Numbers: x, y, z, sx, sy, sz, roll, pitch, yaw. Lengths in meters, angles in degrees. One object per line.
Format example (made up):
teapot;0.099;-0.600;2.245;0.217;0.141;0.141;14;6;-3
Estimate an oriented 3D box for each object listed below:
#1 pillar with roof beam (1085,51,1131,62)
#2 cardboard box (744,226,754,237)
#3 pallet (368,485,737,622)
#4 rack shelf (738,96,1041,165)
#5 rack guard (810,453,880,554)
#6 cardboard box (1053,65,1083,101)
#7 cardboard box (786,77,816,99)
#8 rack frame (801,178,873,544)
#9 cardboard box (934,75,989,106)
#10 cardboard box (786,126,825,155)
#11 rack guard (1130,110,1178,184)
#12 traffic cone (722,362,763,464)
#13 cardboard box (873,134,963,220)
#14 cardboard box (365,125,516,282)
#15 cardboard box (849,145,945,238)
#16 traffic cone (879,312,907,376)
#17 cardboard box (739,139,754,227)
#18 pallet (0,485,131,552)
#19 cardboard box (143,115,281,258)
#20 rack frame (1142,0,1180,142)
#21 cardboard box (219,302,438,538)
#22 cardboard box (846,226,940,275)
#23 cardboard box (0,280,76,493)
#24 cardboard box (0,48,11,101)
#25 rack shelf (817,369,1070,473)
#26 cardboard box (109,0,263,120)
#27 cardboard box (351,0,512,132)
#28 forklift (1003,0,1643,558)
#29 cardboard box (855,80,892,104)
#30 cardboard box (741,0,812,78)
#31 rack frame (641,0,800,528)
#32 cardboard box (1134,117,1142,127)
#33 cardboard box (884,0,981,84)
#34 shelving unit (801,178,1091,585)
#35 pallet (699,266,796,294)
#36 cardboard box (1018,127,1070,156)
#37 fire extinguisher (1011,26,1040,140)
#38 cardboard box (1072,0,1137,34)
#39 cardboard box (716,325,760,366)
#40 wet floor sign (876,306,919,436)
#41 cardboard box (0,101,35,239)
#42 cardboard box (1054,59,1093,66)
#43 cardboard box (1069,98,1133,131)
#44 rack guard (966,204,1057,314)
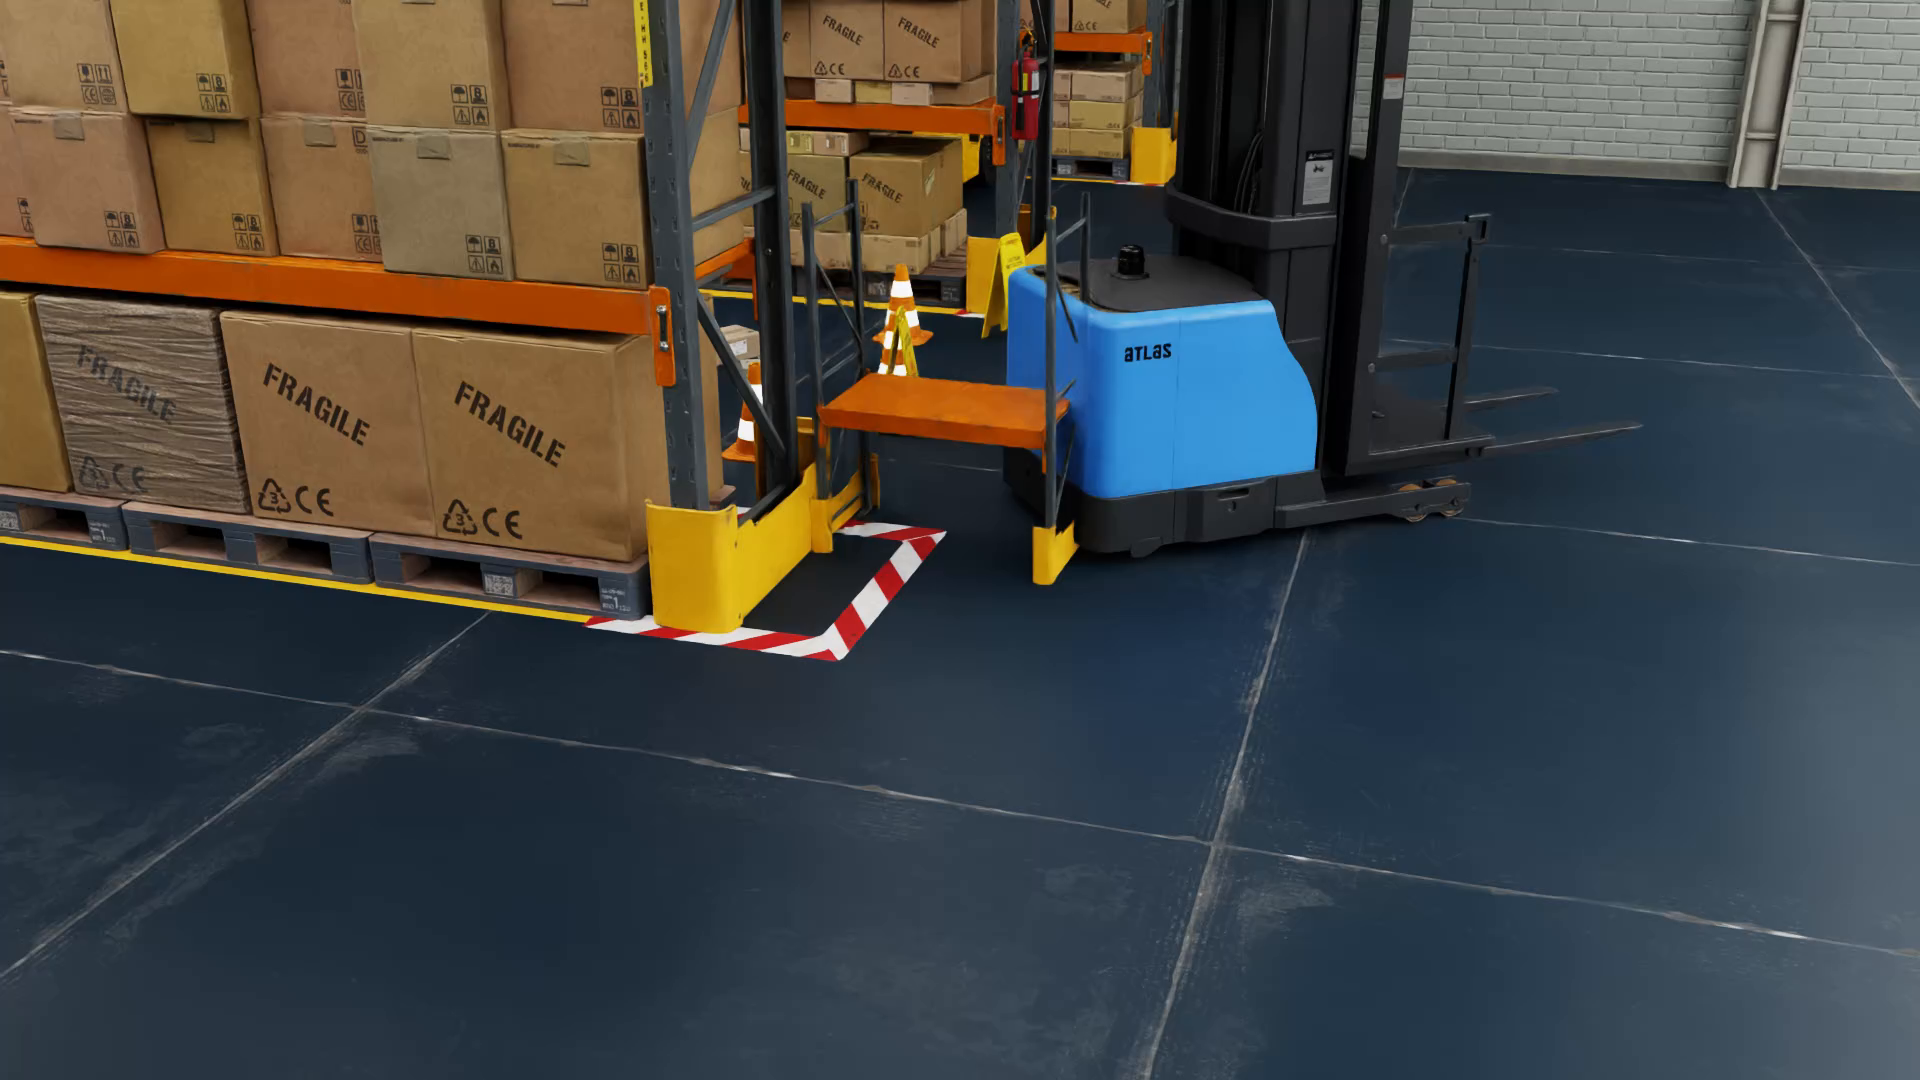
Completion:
pillar with roof beam;0.211;-6.482;11.216;0.400;9.000;9.100;7;23;16
cardboard box;-1.417;-2.091;11.486;0.500;0.250;0.500;6;23;14
pallet;-1.691;-0.023;7.048;1.213;0.211;1.003;7;23;15
rack shelf;-1.484;-2.950;11.456;4.000;0.370;1.077;7;23;16
rack guard;-0.502;-0.167;7.339;0.087;0.250;0.587;8;25;19
cardboard box;0.839;-4.243;15.413;0.500;0.250;0.500;7;23;16
cardboard box;-0.963;-3.030;11.036;0.250;0.149;0.380;7;23;16
rack frame;-0.515;-0.739;7.089;0.032;1.500;0.500;8;25;19
cardboard box;0.011;-2.910;10.744;0.250;0.149;0.380;7;23;17
cardboard box;-1.022;-2.670;11.054;0.250;0.149;0.380;7;23;16
rack guard;1.884;-3.708;15.651;0.348;0.500;1.175;7;23;16
traffic cone;-1.001;-0.654;8.255;0.334;0.463;0.336;7;23;16
cardboard box;-0.285;-2.524;11.552;0.500;0.500;0.500;6;23;14
cardboard box;-1.804;-1.400;6.532;0.550;0.550;0.875;7;23;16
cardboard box;-0.412;-2.325;11.068;0.500;0.500;0.500;7;23;16
traffic cone;-0.349;-1.027;9.165;0.334;0.463;0.336;7;23;16
cardboard box;-1.394;-2.439;11.346;0.500;0.500;0.500;6;23;14
pallet;-4.027;-0.290;7.700;1.213;0.211;1.003;7;23;15
cardboard box;-2.823;-1.550;6.898;0.500;0.550;0.875;7;23;16
rack frame;1.861;-4.867;15.183;0.127;3.000;1.000;7;23;16
cardboard box;-2.414;-0.611;7.054;0.875;0.875;0.875;6;23;15
cardboard box;-0.444;-1.979;11.212;0.500;0.250;0.500;6;23;15
cardboard box;-4.150;-0.809;7.536;0.875;0.875;0.875;7;23;16
cardboard box;-3.829;-2.190;7.037;0.550;0.550;0.875;7;23;16
rack shelf;-0.035;-0.512;6.995;1.000;0.185;0.538;8;25;19
cardboard box;-2.842;-2.026;6.636;0.500;0.550;0.875;7;23;16
cardboard box;-1.800;-1.904;6.339;0.550;0.550;0.875;7;23;16
forklift;1.771;-1.615;7.345;3.031;2.935;1.130;-8;24;-19
cardboard box;-0.503;-2.934;10.801;0.250;0.149;0.380;6;23;15
cardboard box;-1.125;-3.319;10.886;0.500;0.500;0.500;6;23;15
rack frame;-0.903;-1.254;6.374;0.127;3.000;1.000;7;23;16
cardboard box;1.447;-3.914;15.930;0.500;0.250;0.500;7;23;16
cardboard box;-0.169;-3.207;10.611;0.500;0.500;0.500;6;23;15
shelving unit;-0.047;-0.678;6.926;1.083;1.500;0.587;8;25;19
pallet;-1.574;-2.018;11.911;1.213;0.211;1.003;7;23;16
cardboard box;0.846;-3.784;15.612;0.500;0.250;0.500;7;23;15
fire extinguisher;0.407;-2.848;10.361;0.183;0.674;0.296;7;23;16
cardboard box;1.314;-4.872;15.063;0.500;0.500;0.500;6;23;14
cardboard box;-1.407;-1.154;9.887;0.380;0.149;0.250;-20;29;-39
wet floor sign;-0.303;-0.881;8.567;0.232;0.644;0.267;3;22;6
cardboard box;-3.842;-1.673;7.200;0.550;0.550;0.875;7;23;16
cardboard box;0.976;-4.427;15.862;0.500;0.250;0.500;7;23;16
cardboard box;1.304;-3.960;15.383;0.500;0.250;0.500;6;23;15
rack guard;0.358;-1.915;11.280;0.348;0.500;1.175;7;23;16
